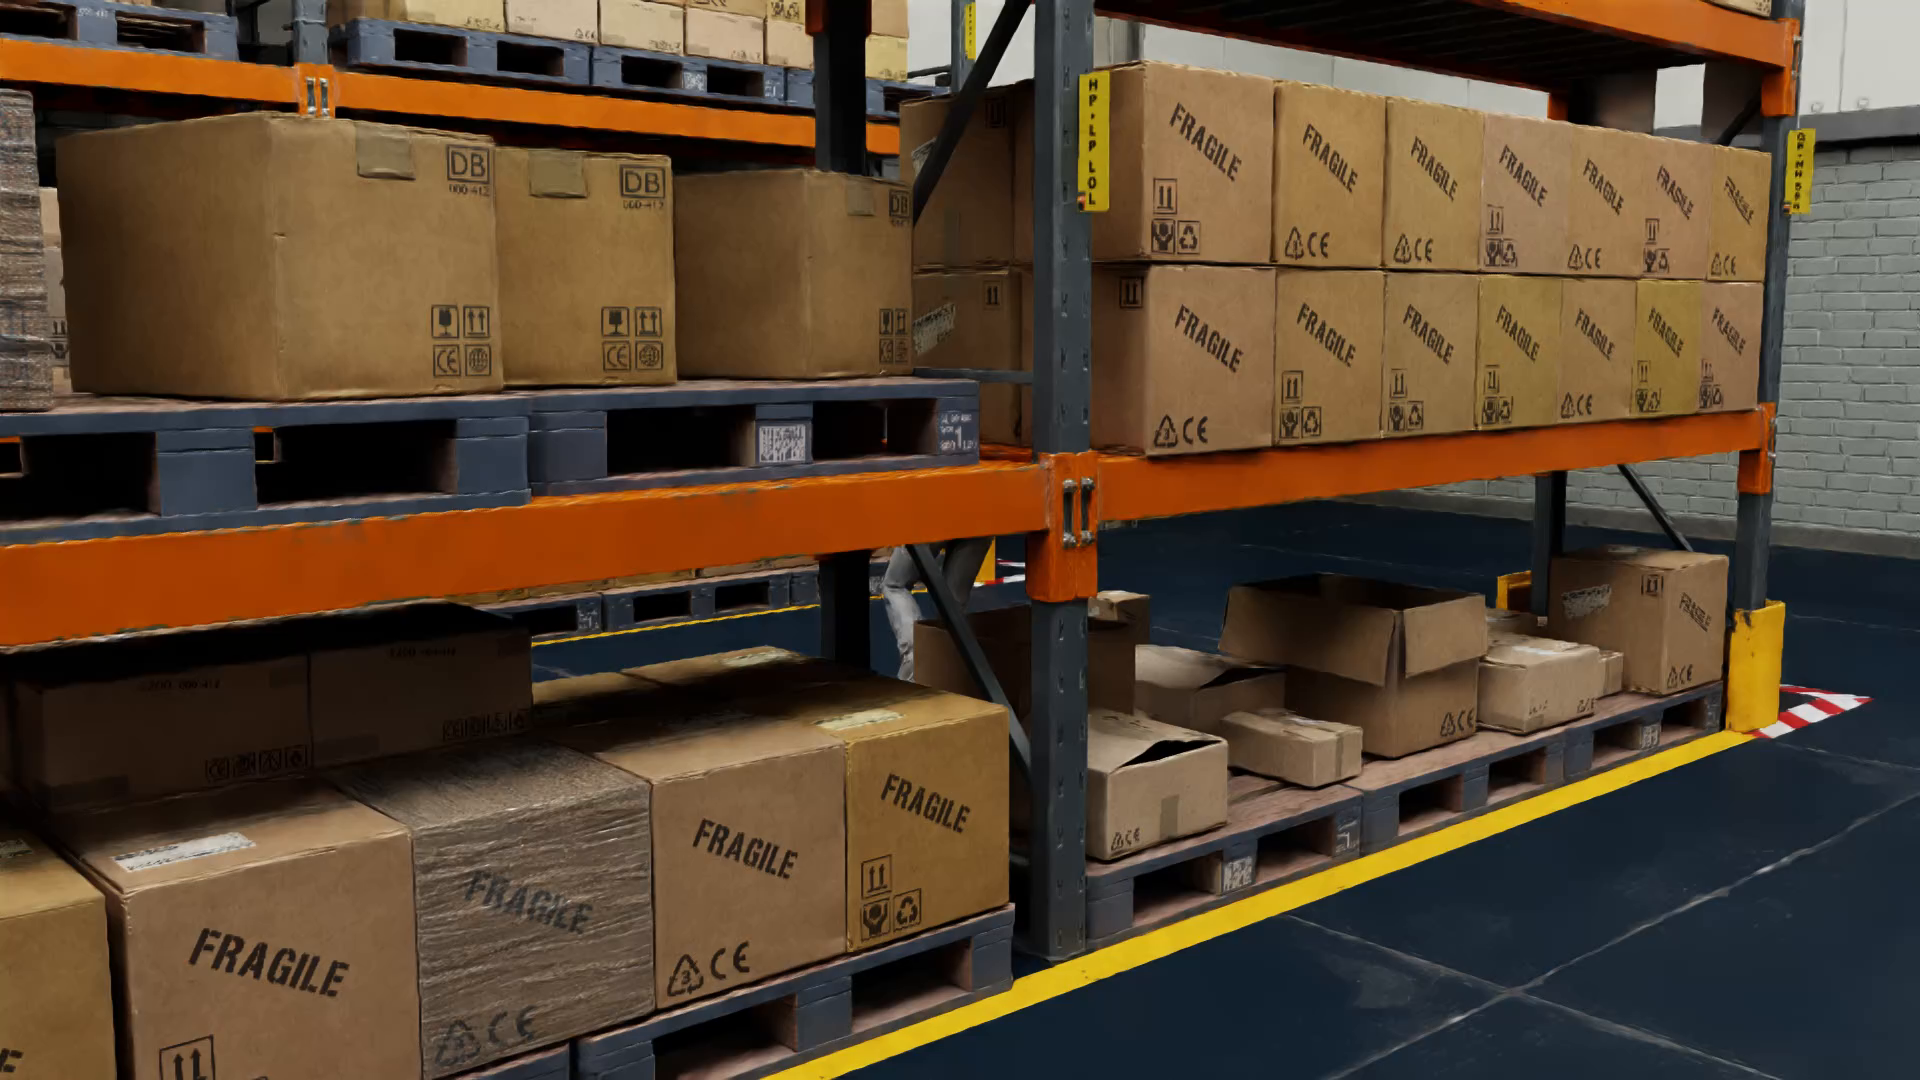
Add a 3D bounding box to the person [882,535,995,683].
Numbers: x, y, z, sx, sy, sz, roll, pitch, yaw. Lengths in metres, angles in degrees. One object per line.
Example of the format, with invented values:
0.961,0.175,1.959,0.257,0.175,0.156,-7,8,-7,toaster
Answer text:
-0.065,-0.068,6.808,0.667,1.628,0.469,-3,8,-25,person
